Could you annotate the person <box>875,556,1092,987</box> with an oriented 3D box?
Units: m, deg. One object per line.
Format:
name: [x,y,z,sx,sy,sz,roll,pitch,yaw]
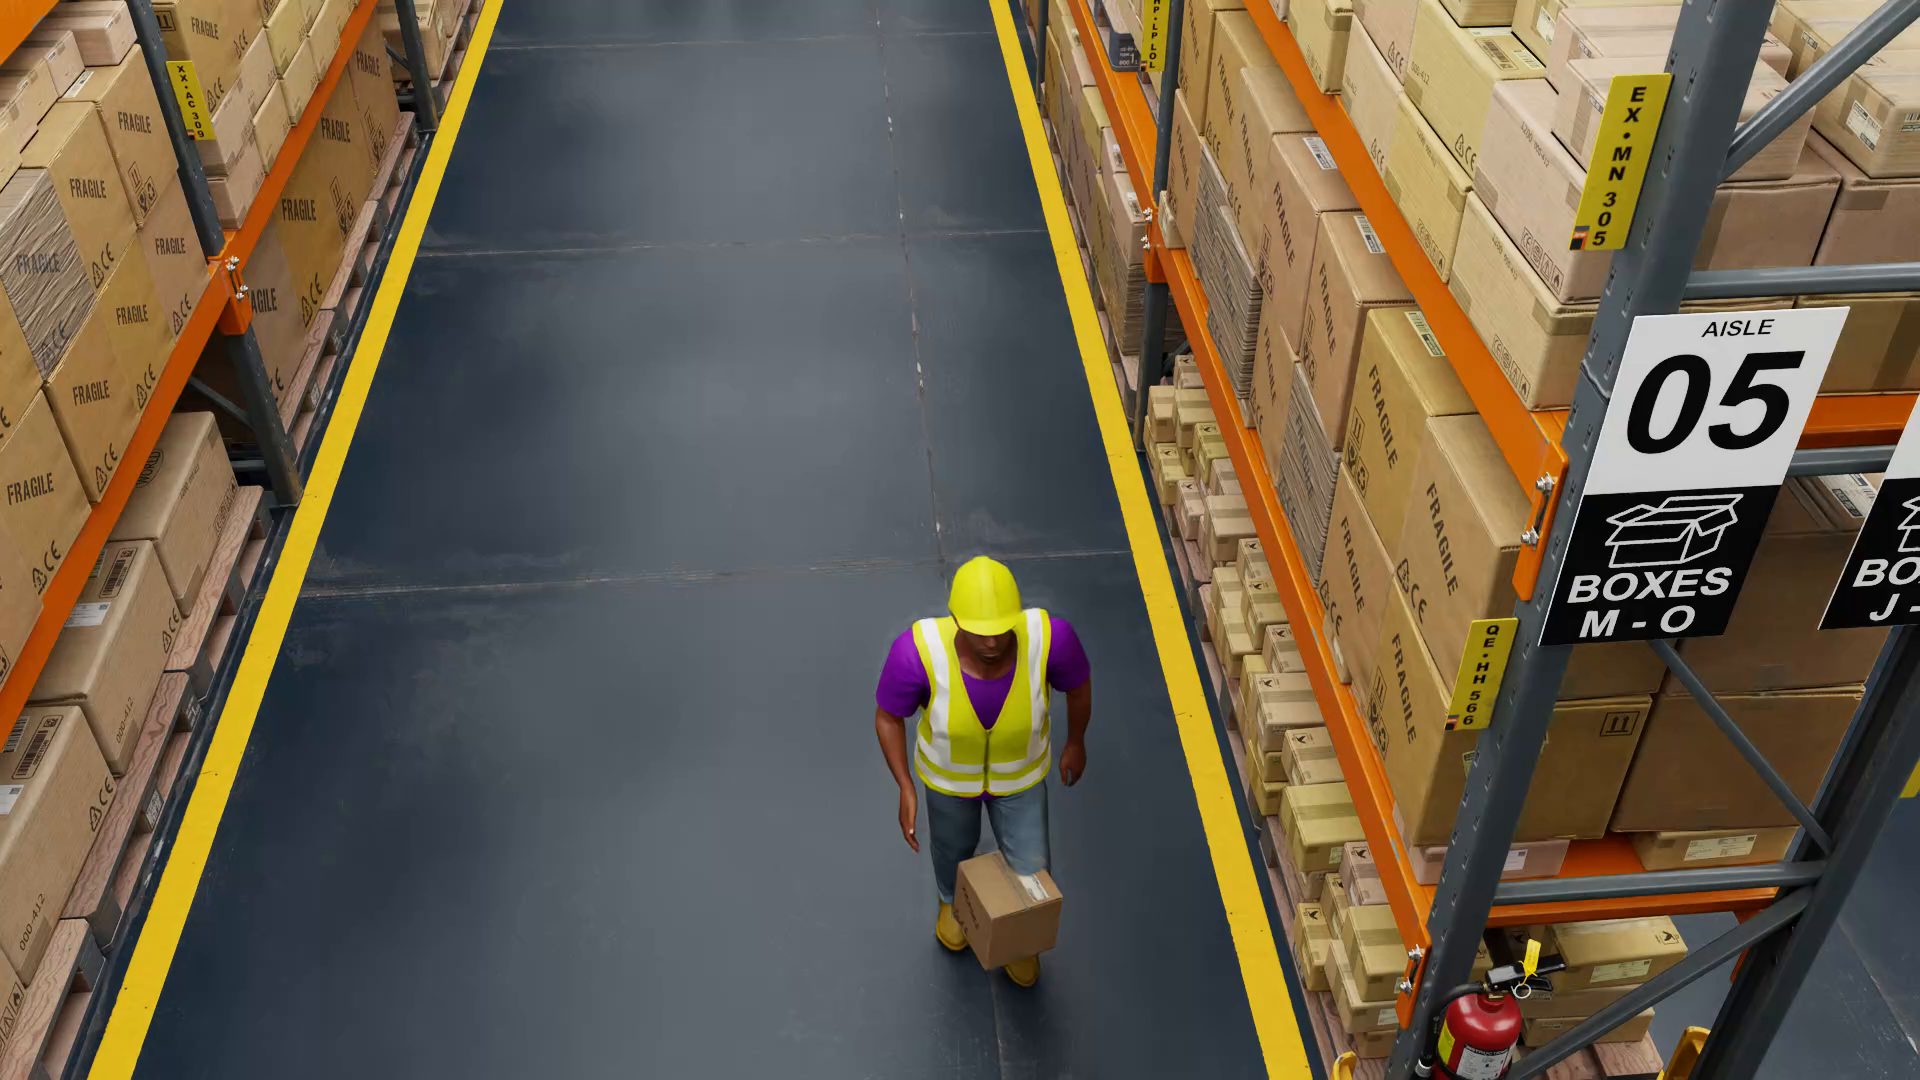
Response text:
person: [0.080,0.736,5.240,0.680,1.745,0.590,-2,39,-3]
